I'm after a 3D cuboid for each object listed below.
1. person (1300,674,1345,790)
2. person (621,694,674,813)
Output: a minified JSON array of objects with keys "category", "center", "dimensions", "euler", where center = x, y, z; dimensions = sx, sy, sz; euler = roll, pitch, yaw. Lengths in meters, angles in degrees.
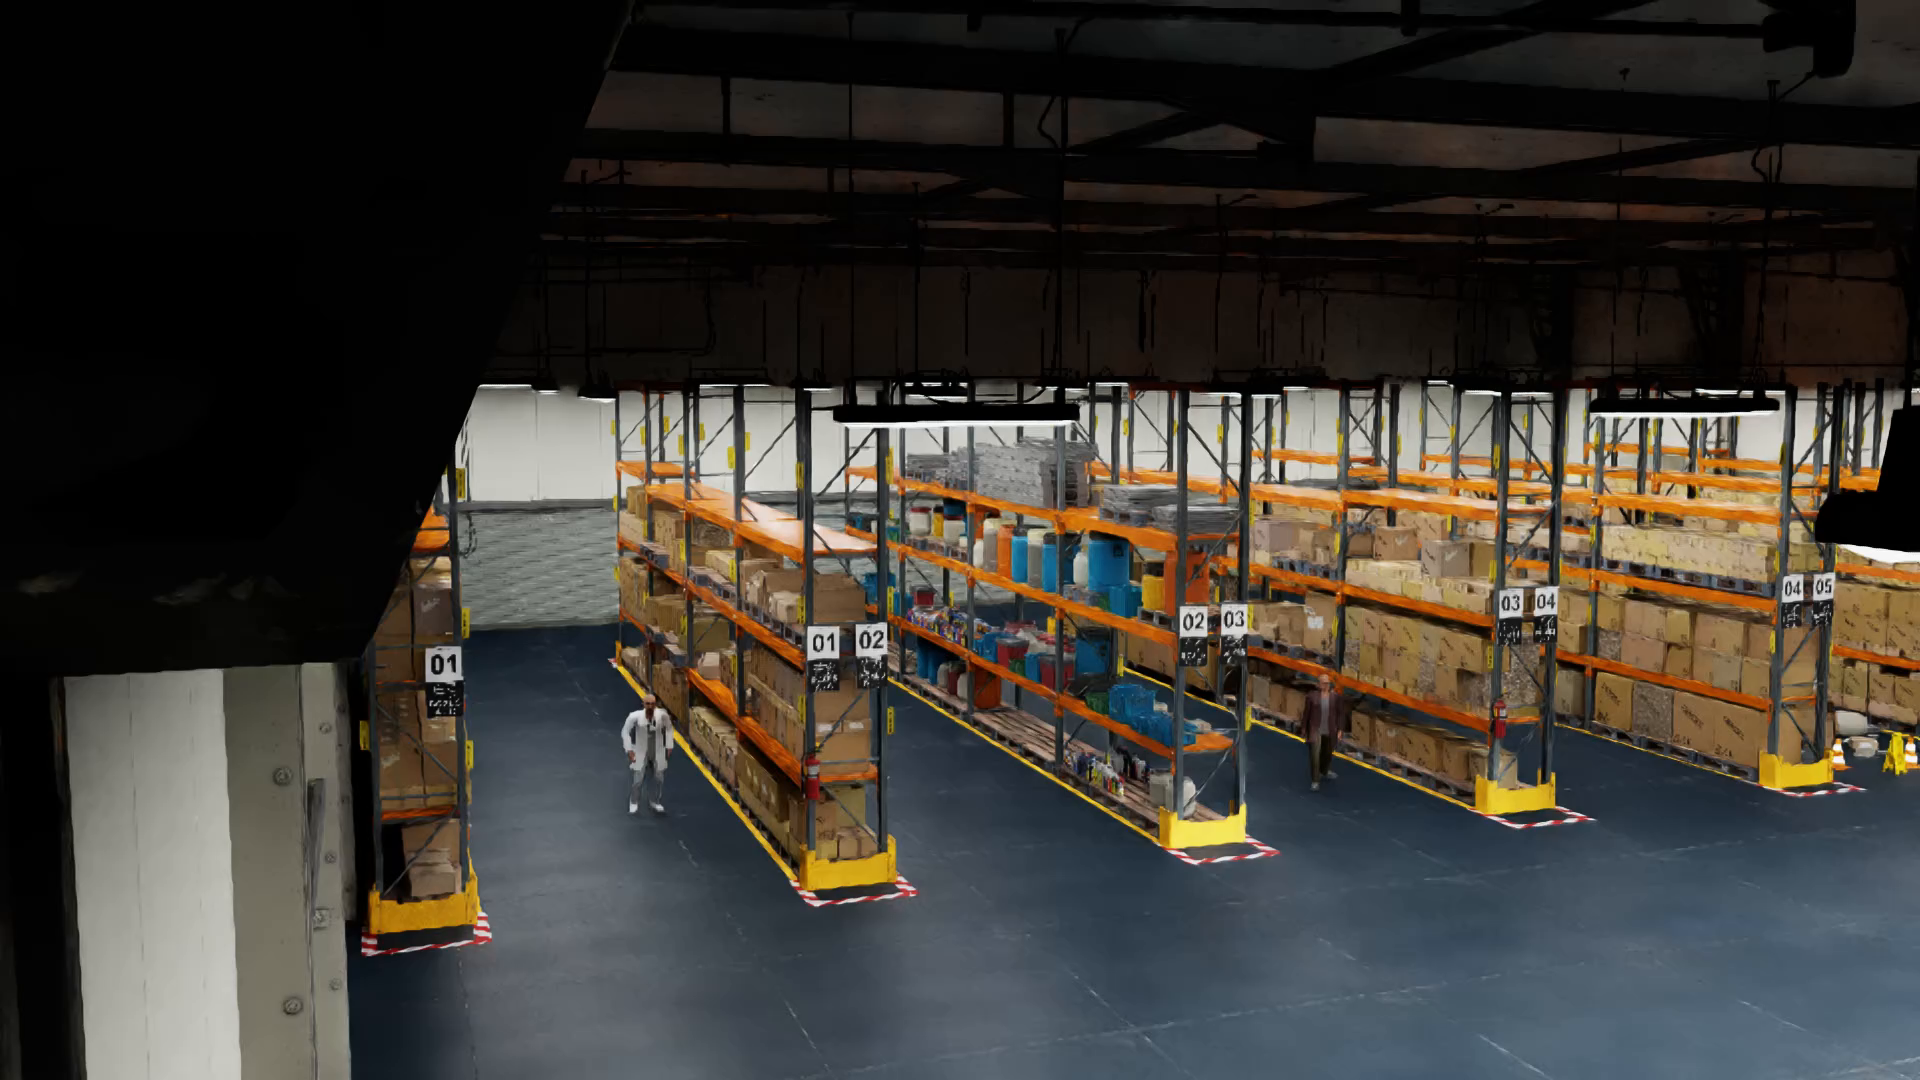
[{"category":"person","center":[5.445,2.841,24.962],"dimensions":[0.636,1.723,1.045],"euler":[0,6,2]},{"category":"person","center":[-4.407,2.997,23.462],"dimensions":[0.729,1.733,0.546],"euler":[-2,6,-21]}]
